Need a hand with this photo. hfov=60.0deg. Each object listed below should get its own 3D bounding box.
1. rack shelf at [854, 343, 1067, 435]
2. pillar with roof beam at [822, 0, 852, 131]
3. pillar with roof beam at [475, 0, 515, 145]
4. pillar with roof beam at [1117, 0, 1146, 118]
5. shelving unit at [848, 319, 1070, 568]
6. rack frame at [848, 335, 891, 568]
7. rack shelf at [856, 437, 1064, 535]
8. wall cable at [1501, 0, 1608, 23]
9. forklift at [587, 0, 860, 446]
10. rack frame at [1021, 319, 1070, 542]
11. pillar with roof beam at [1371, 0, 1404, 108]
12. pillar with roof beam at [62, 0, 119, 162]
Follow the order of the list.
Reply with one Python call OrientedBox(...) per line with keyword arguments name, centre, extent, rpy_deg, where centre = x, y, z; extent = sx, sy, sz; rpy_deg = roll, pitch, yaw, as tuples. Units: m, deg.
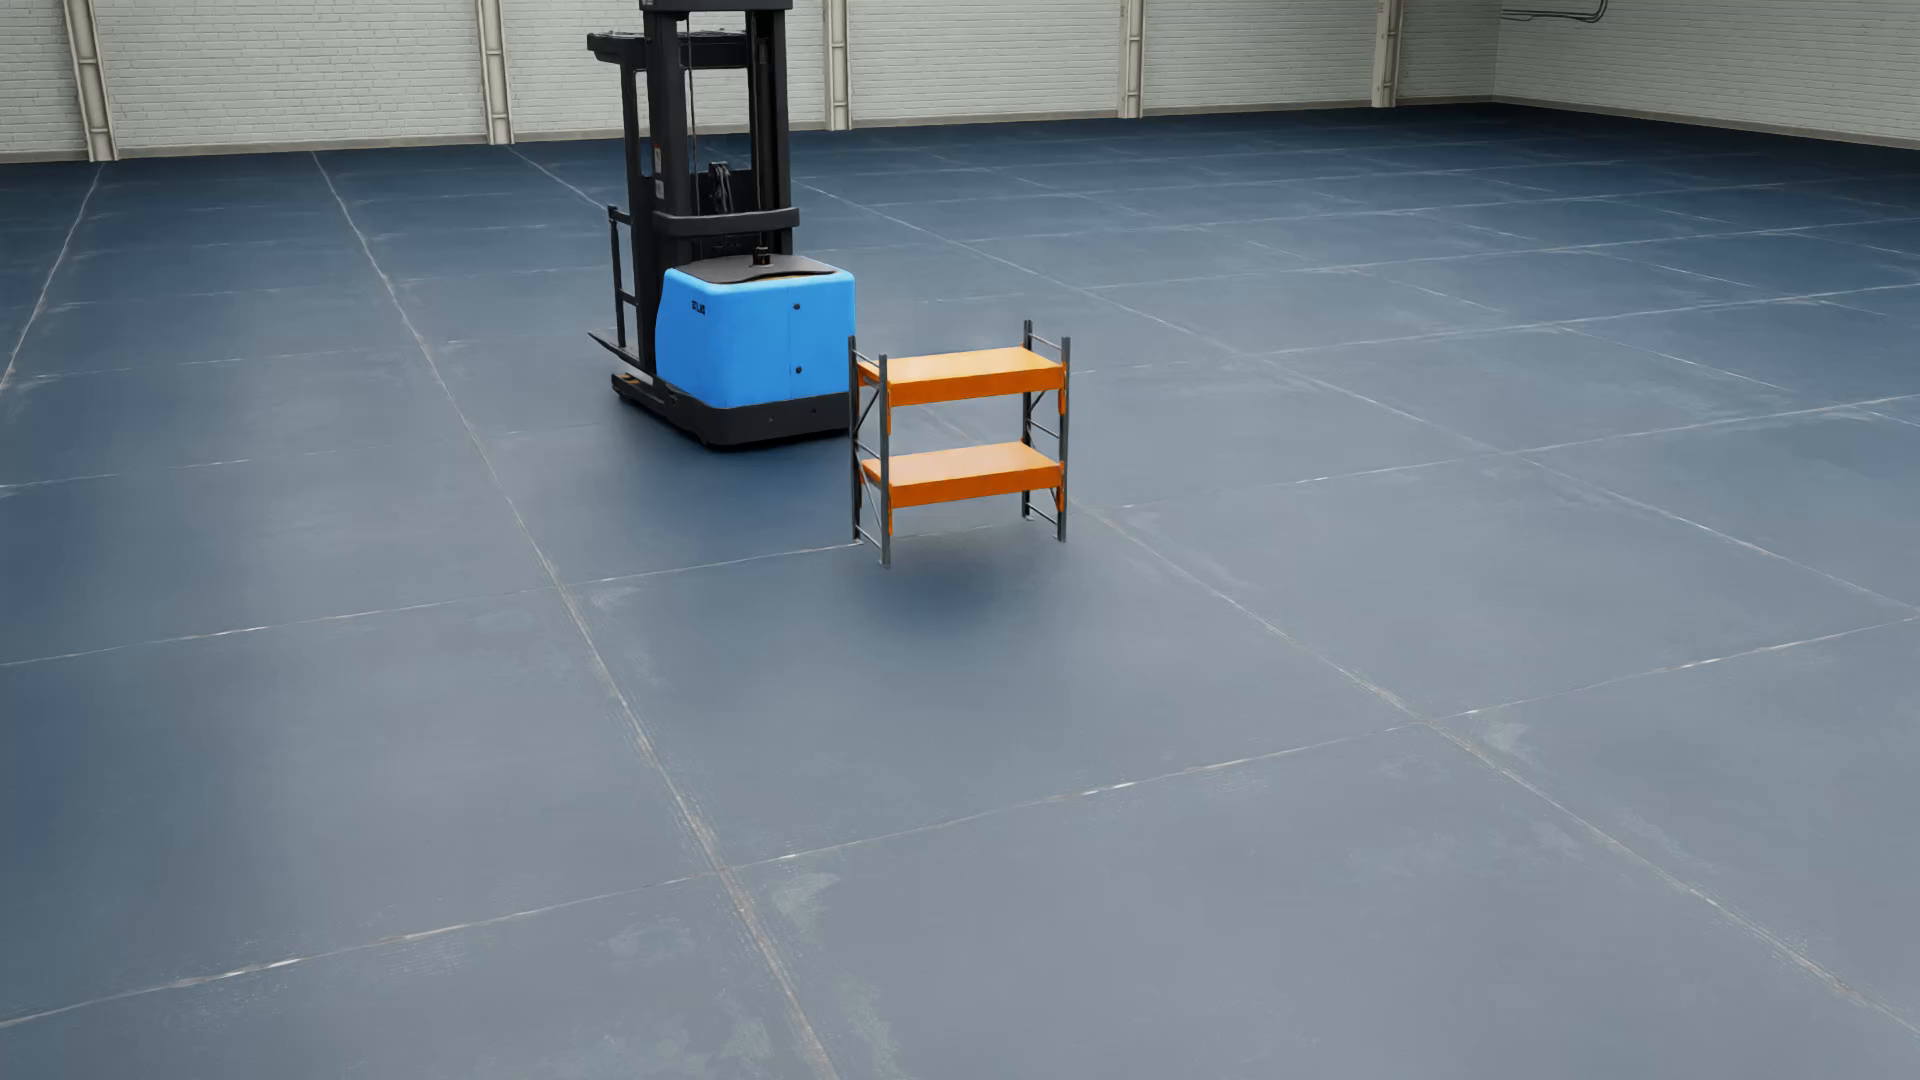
OrientedBox(name="rack shelf", centre=(-0.006, -0.806, 8.735), extent=(1.000, 0.278, 0.538), rpy_deg=(-8, 21, -22))
OrientedBox(name="pillar with roof beam", centre=(-0.496, -10.383, 24.962), extent=(0.400, 9.000, 9.100), rpy_deg=(-8, 21, -22))
OrientedBox(name="pillar with roof beam", centre=(-6.005, -9.594, 22.720), extent=(0.400, 9.000, 9.100), rpy_deg=(-8, 21, -22))
OrientedBox(name="pillar with roof beam", centre=(5.014, -11.173, 27.204), extent=(0.400, 9.000, 9.100), rpy_deg=(-8, 21, -22))
OrientedBox(name="shelving unit", centre=(-0.006, -0.530, 8.833), extent=(1.048, 1.125, 0.538), rpy_deg=(-8, 21, -22))
OrientedBox(name="rack frame", centre=(-0.473, -0.463, 8.643), extent=(0.032, 1.125, 0.500), rpy_deg=(-8, 21, -22))
OrientedBox(name="rack shelf", centre=(-0.006, -0.299, 8.914), extent=(1.000, 0.278, 0.538), rpy_deg=(-8, 21, -22))
OrientedBox(name="wall cable", centre=(12.046, -11.794, 33.645), extent=(0.112, 2.526, 3.097), rpy_deg=(-8, 21, -22))
OrientedBox(name="forklift", centre=(-1.842, -2.422, 11.486), extent=(1.130, 2.935, 3.031), rpy_deg=(-11, 22, -29))
OrientedBox(name="rack frame", centre=(0.461, -0.597, 9.023), extent=(0.032, 1.125, 0.500), rpy_deg=(-8, 21, -22))
OrientedBox(name="pillar with roof beam", centre=(10.523, -11.962, 29.445), extent=(0.400, 9.000, 9.100), rpy_deg=(-8, 21, -22))
OrientedBox(name="pillar with roof beam", centre=(-11.514, -8.805, 20.478), extent=(0.400, 9.000, 9.100), rpy_deg=(-8, 21, -22))
